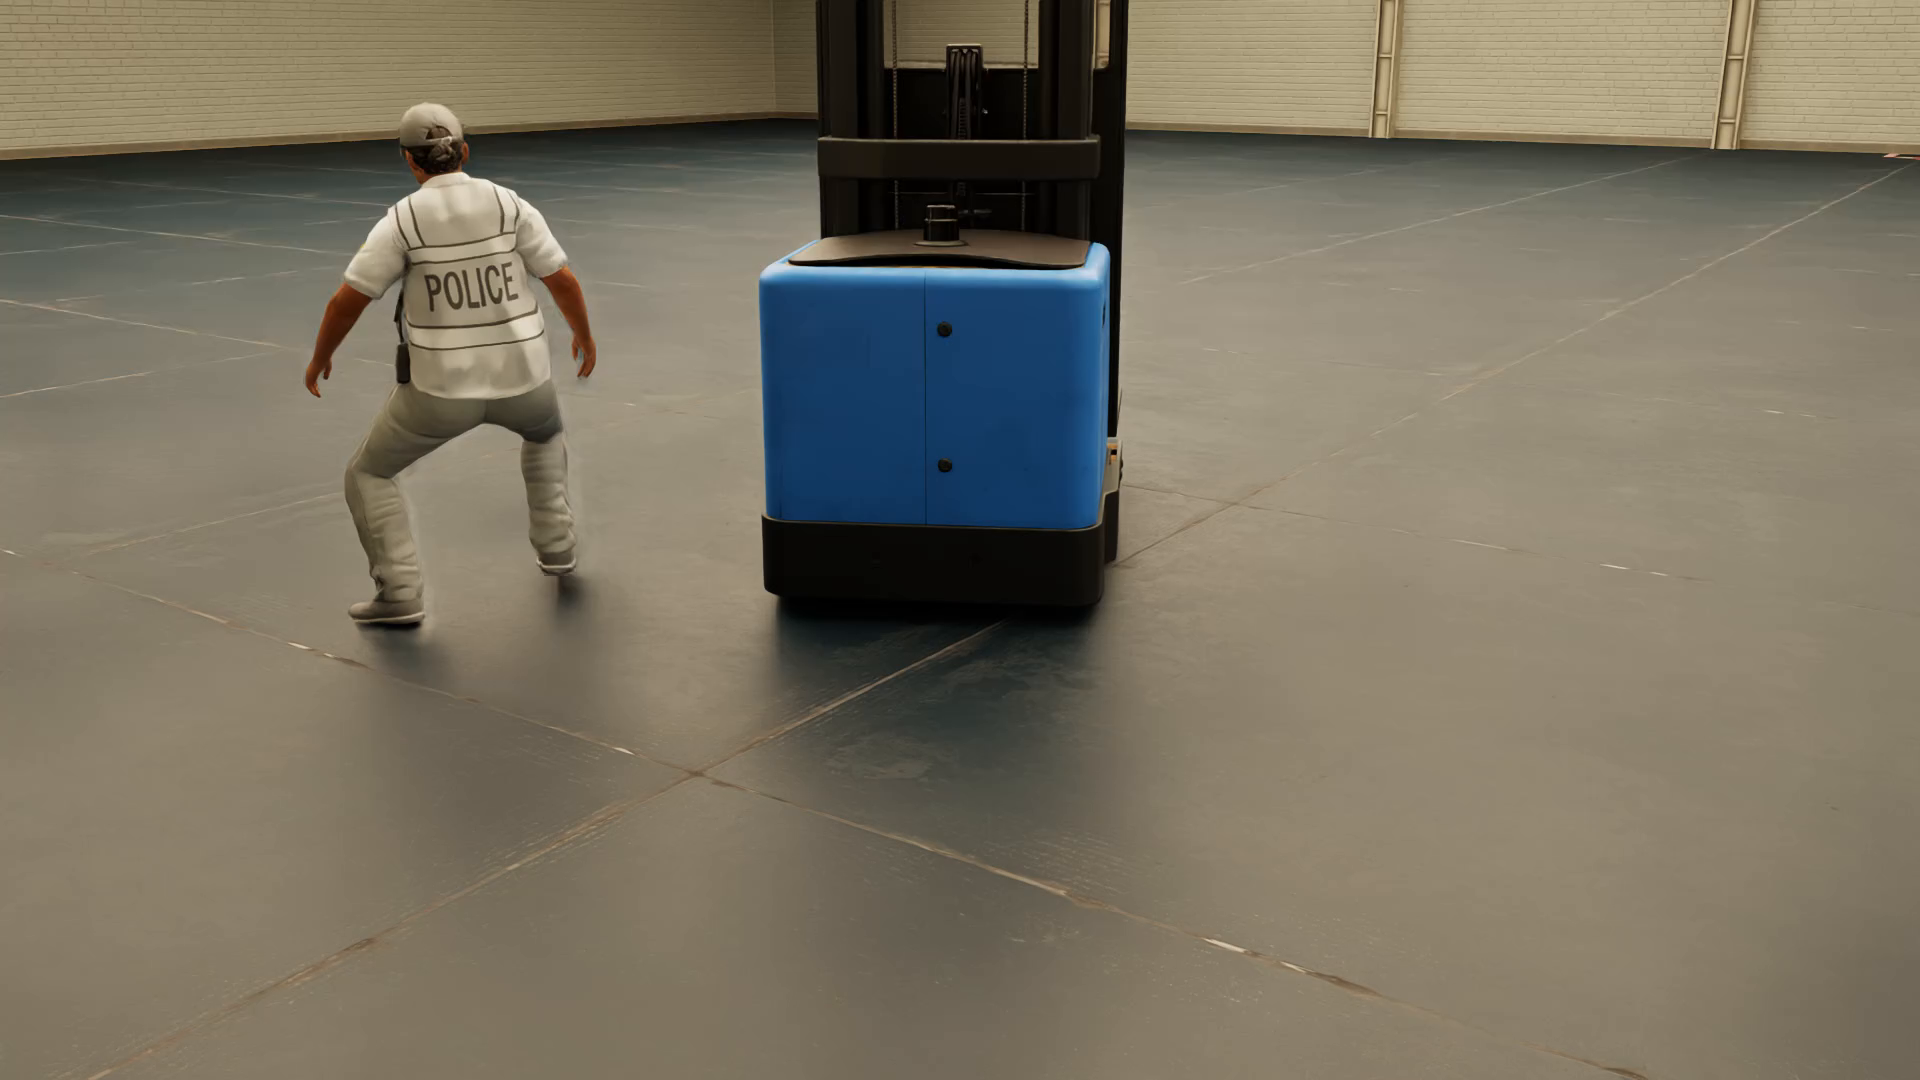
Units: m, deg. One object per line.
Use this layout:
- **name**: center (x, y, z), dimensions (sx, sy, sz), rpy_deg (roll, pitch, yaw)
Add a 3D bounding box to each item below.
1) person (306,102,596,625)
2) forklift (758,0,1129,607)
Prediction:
- **person**: center (-1.534, -0.533, 5.073), dimensions (0.865, 1.562, 0.529), rpy_deg (-8, 19, -25)
- **forklift**: center (0.070, -1.578, 6.110), dimensions (1.130, 2.935, 3.031), rpy_deg (2, 17, 6)
